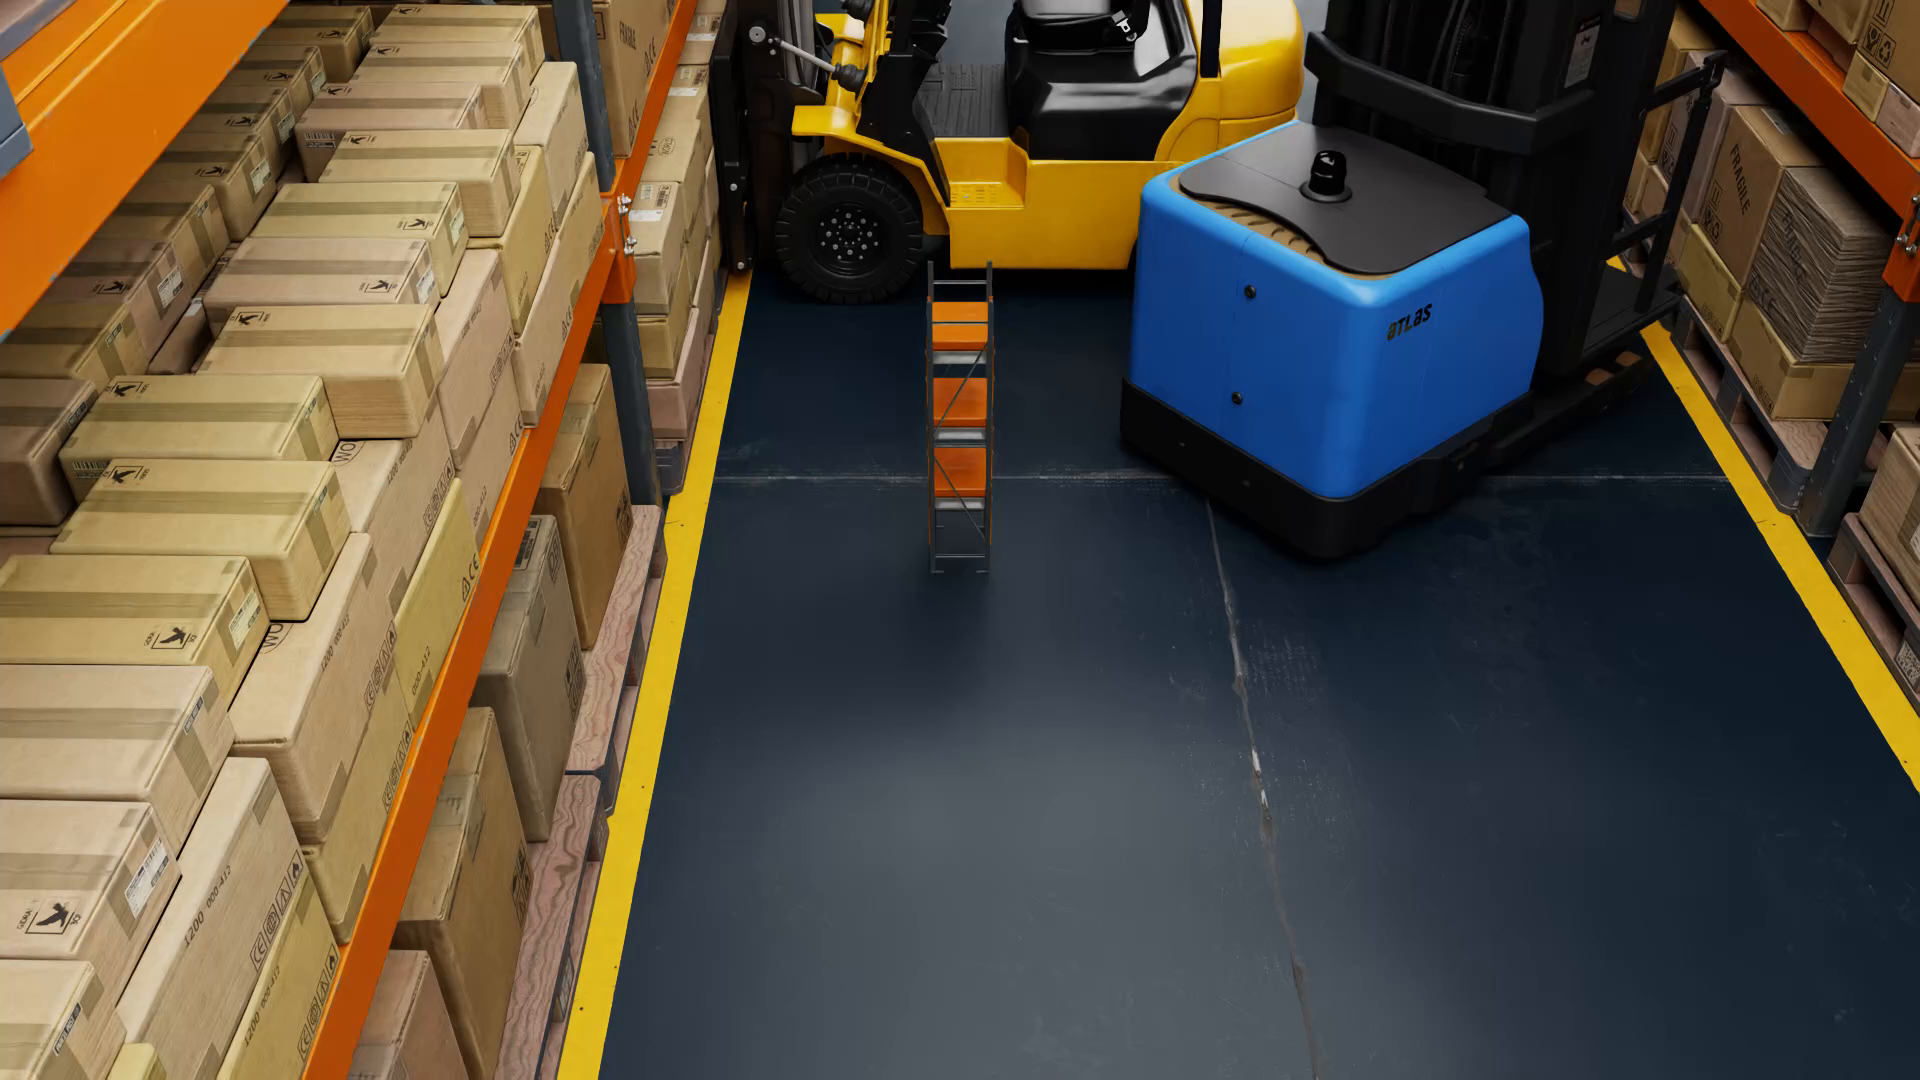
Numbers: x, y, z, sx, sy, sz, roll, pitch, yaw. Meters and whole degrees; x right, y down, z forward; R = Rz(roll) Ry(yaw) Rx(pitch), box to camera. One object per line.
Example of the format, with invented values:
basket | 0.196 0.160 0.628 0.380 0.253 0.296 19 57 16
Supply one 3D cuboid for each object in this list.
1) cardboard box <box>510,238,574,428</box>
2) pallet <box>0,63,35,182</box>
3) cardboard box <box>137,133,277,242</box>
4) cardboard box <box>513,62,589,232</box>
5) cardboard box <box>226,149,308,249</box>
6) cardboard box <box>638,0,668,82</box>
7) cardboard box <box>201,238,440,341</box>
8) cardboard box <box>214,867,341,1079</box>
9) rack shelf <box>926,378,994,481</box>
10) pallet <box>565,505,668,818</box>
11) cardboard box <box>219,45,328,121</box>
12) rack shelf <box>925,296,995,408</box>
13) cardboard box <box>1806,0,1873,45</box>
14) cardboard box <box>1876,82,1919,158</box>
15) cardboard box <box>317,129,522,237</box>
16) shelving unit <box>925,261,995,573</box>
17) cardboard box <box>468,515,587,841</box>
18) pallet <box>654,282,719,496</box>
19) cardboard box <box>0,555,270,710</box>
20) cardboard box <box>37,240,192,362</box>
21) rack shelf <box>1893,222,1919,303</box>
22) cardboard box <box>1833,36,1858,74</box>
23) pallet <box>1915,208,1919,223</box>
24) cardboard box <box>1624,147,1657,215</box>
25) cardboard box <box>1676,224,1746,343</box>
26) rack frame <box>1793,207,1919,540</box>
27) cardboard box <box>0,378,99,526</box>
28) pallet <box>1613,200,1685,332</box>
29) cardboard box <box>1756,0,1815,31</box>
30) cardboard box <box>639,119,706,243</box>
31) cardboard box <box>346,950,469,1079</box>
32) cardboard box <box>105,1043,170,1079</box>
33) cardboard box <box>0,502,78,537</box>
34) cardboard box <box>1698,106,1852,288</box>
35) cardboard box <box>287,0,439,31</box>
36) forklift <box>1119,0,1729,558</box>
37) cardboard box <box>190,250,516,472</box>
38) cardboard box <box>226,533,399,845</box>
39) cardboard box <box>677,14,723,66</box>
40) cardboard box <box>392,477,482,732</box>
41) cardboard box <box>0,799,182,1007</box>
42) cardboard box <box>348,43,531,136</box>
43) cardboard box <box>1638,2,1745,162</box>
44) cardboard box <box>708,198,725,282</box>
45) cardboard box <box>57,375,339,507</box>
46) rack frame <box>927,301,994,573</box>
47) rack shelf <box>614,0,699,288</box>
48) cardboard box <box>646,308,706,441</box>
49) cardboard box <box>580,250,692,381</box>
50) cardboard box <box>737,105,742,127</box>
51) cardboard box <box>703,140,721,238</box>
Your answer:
cardboard box | -1.267 -0.518 4.117 0.500 0.250 0.500 0 39 0
pallet | -1.621 -0.225 1.385 1.213 0.211 1.003 2 39 2
cardboard box | -1.781 -0.794 3.744 0.380 0.149 0.250 0 39 0
cardboard box | -1.279 -1.035 4.363 0.500 0.250 0.500 -1 39 -1
cardboard box | -1.800 -0.710 3.958 0.500 0.250 0.500 0 39 -1
cardboard box | -1.292 -1.848 5.578 0.500 0.500 0.500 1 39 1
cardboard box | -1.282 -0.485 3.358 0.380 0.149 0.250 0 39 0
cardboard box | -1.282 0.762 2.520 0.500 0.250 0.500 -1 39 -1
rack shelf | 0.000 -0.368 5.387 0.215 0.259 0.240 0 39 0
pallet | -1.495 0.343 5.153 1.003 0.211 1.213 0 39 0
cardboard box | -1.801 -1.110 4.138 0.380 0.149 0.250 -1 39 -2
rack shelf | 0.000 -0.589 5.209 0.215 0.259 0.240 0 39 0
cardboard box | 3.172 -1.966 5.487 0.500 0.500 0.500 1 39 1
cardboard box | 3.123 -1.314 5.192 0.380 0.149 0.250 0 39 -1
cardboard box | -1.214 -0.806 3.758 0.380 0.149 0.250 -1 39 -1
shelving unit | 0.000 -0.376 5.380 0.215 1.050 0.252 0 39 0
cardboard box | -1.530 0.369 4.454 0.875 0.625 0.625 0 39 0
pallet | -1.494 -0.615 6.348 1.003 0.211 1.213 0 39 0
cardboard box | -1.307 0.156 2.558 0.380 0.149 0.250 0 39 0
cardboard box | -1.801 -0.481 3.352 0.380 0.149 0.250 0 39 0
rack shelf | 3.431 0.320 3.527 1.077 0.370 4.000 0 39 0
cardboard box | 3.194 -1.634 5.591 0.380 0.149 0.250 0 39 0
pallet | 3.284 -0.659 4.327 1.003 0.211 1.213 0 39 0
cardboard box | 3.155 -1.639 7.259 0.500 0.250 0.500 2 39 3
cardboard box | 3.149 -1.005 6.468 0.500 0.250 0.500 -1 39 -1
rack frame | 3.429 -1.212 4.863 1.000 3.000 0.127 0 39 0
cardboard box | -1.754 -0.160 2.952 0.380 0.149 0.250 1 39 1
pallet | 3.388 -1.308 7.214 1.003 0.211 1.213 0 39 0
cardboard box | 3.119 -1.950 5.985 0.380 0.149 0.250 -1 39 -1
cardboard box | -1.212 -1.309 6.048 0.500 0.250 0.500 0 39 0
cardboard box | -1.526 1.260 3.342 0.875 0.625 0.625 1 39 1
cardboard box | -1.262 0.882 1.972 0.500 0.250 0.500 0 39 0
cardboard box | -1.802 -0.069 3.158 0.500 0.250 0.500 -1 39 -1
cardboard box | 3.157 -1.283 6.216 0.500 0.500 0.500 1 39 1
cardboard box | -1.806 -1.525 5.175 0.500 0.500 0.500 0 39 0
forklift | 2.043 -1.858 5.724 3.031 2.935 1.130 -28 46 -30
cardboard box | -1.276 -0.394 3.563 0.500 0.250 0.500 1 39 1
cardboard box | -1.269 0.241 2.771 0.500 0.250 0.500 -1 39 -1
cardboard box | -1.217 -1.949 6.846 0.500 0.250 0.500 -1 39 -1
cardboard box | -1.289 0.116 3.327 0.500 0.250 0.500 1 39 1
cardboard box | -1.264 0.476 2.158 0.380 0.149 0.250 1 39 1
cardboard box | -1.294 -1.123 4.154 0.380 0.149 0.250 -1 39 -1
cardboard box | 3.146 -1.936 7.031 0.500 0.500 0.500 1 39 1
cardboard box | -1.237 -1.238 6.759 0.500 0.250 0.500 1 39 1
cardboard box | -1.345 -0.166 2.959 0.380 0.149 0.250 0 39 0
rack frame | 0.000 -0.300 5.285 0.200 1.050 0.008 0 39 0
rack shelf | -1.537 -2.176 6.641 1.077 0.370 4.000 0 39 0
cardboard box | -1.204 -0.599 5.962 0.500 0.250 0.500 0 39 0
cardboard box | -1.227 -0.794 5.806 0.500 0.250 0.500 0 39 0
cardboard box | -1.215 -2.052 7.376 0.500 0.250 0.500 -1 39 -1
cardboard box | -1.218 -1.424 6.591 0.500 0.250 0.500 0 39 0
